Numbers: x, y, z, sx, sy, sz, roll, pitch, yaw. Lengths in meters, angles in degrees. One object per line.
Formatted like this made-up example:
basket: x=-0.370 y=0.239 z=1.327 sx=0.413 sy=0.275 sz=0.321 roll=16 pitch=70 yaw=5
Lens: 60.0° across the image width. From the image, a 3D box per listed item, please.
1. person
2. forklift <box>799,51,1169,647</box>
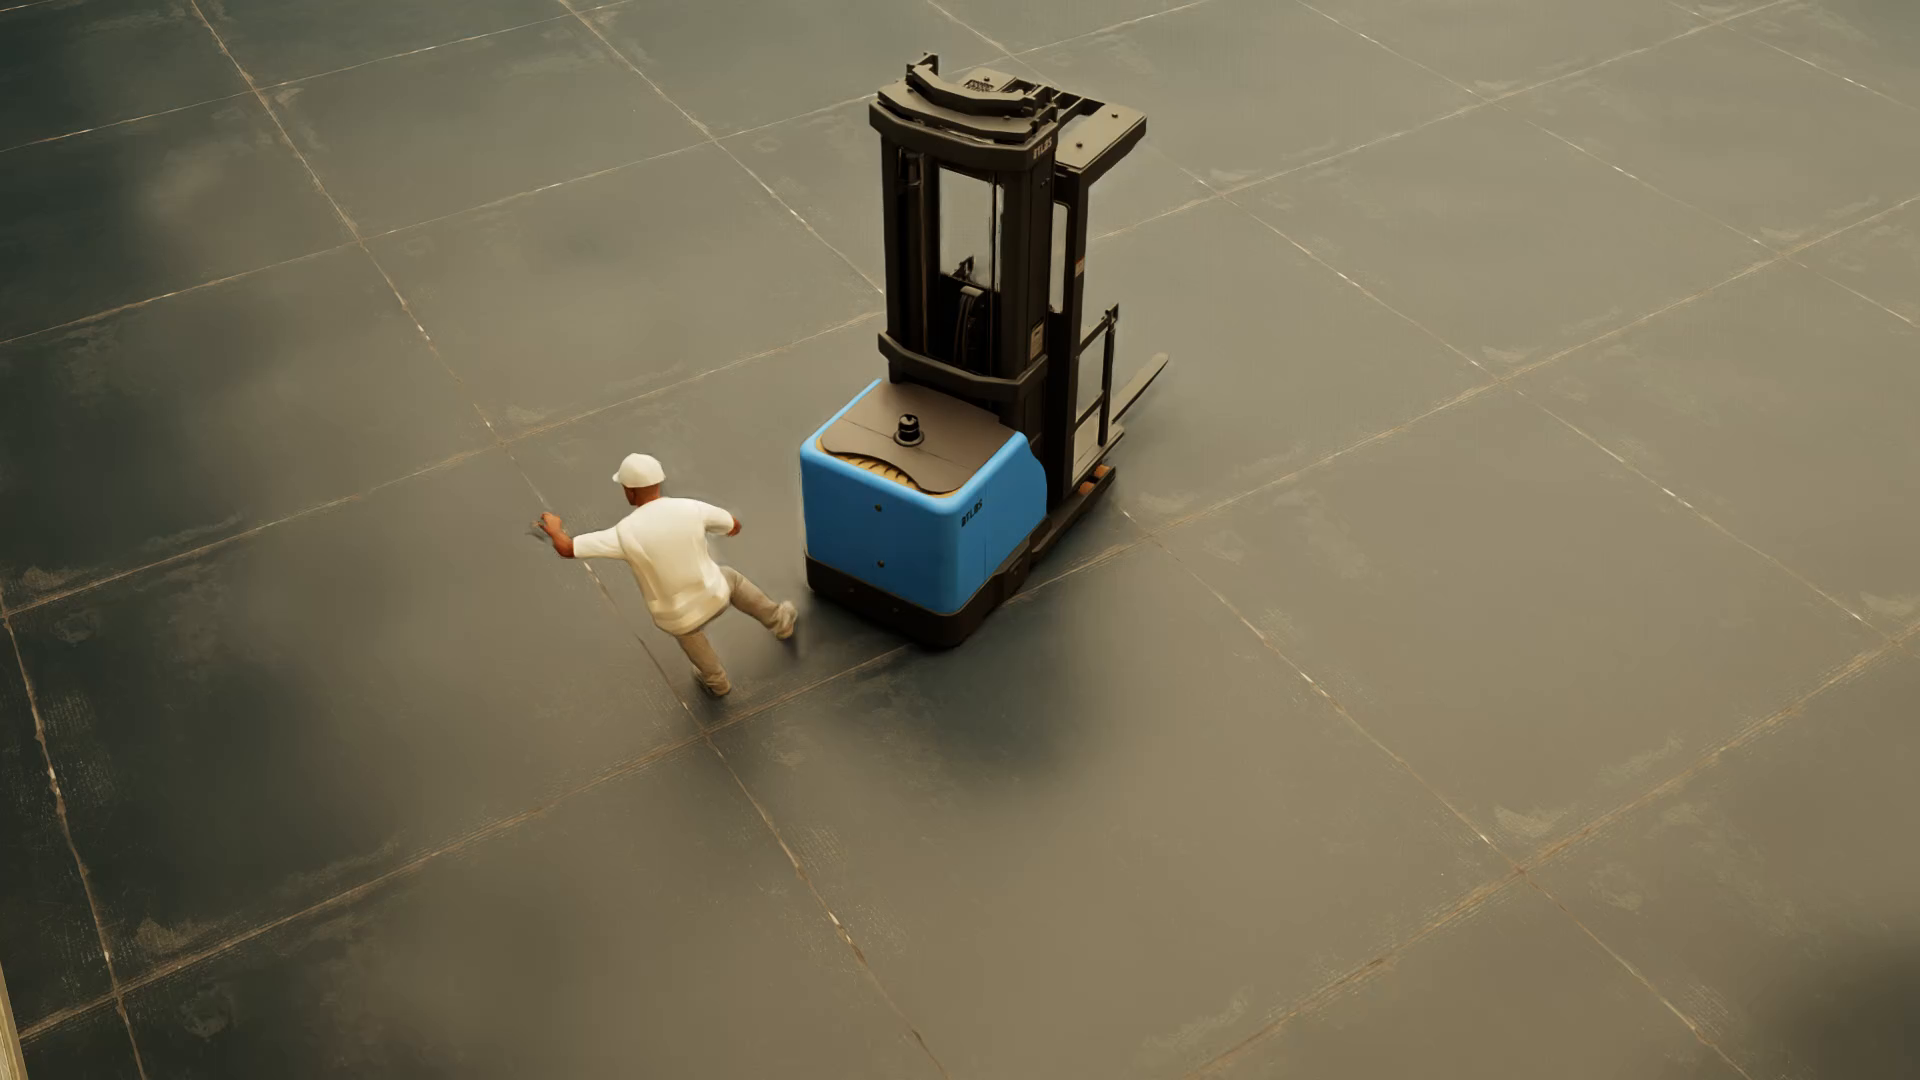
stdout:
person: x=-1.482 y=0.105 z=8.847 sx=1.242 sy=1.515 sz=0.912 roll=-24 pitch=46 yaw=-25
forklift: x=0.317 y=-1.452 z=9.533 sx=1.130 sy=2.935 sz=3.031 roll=23 pitch=46 yaw=24
